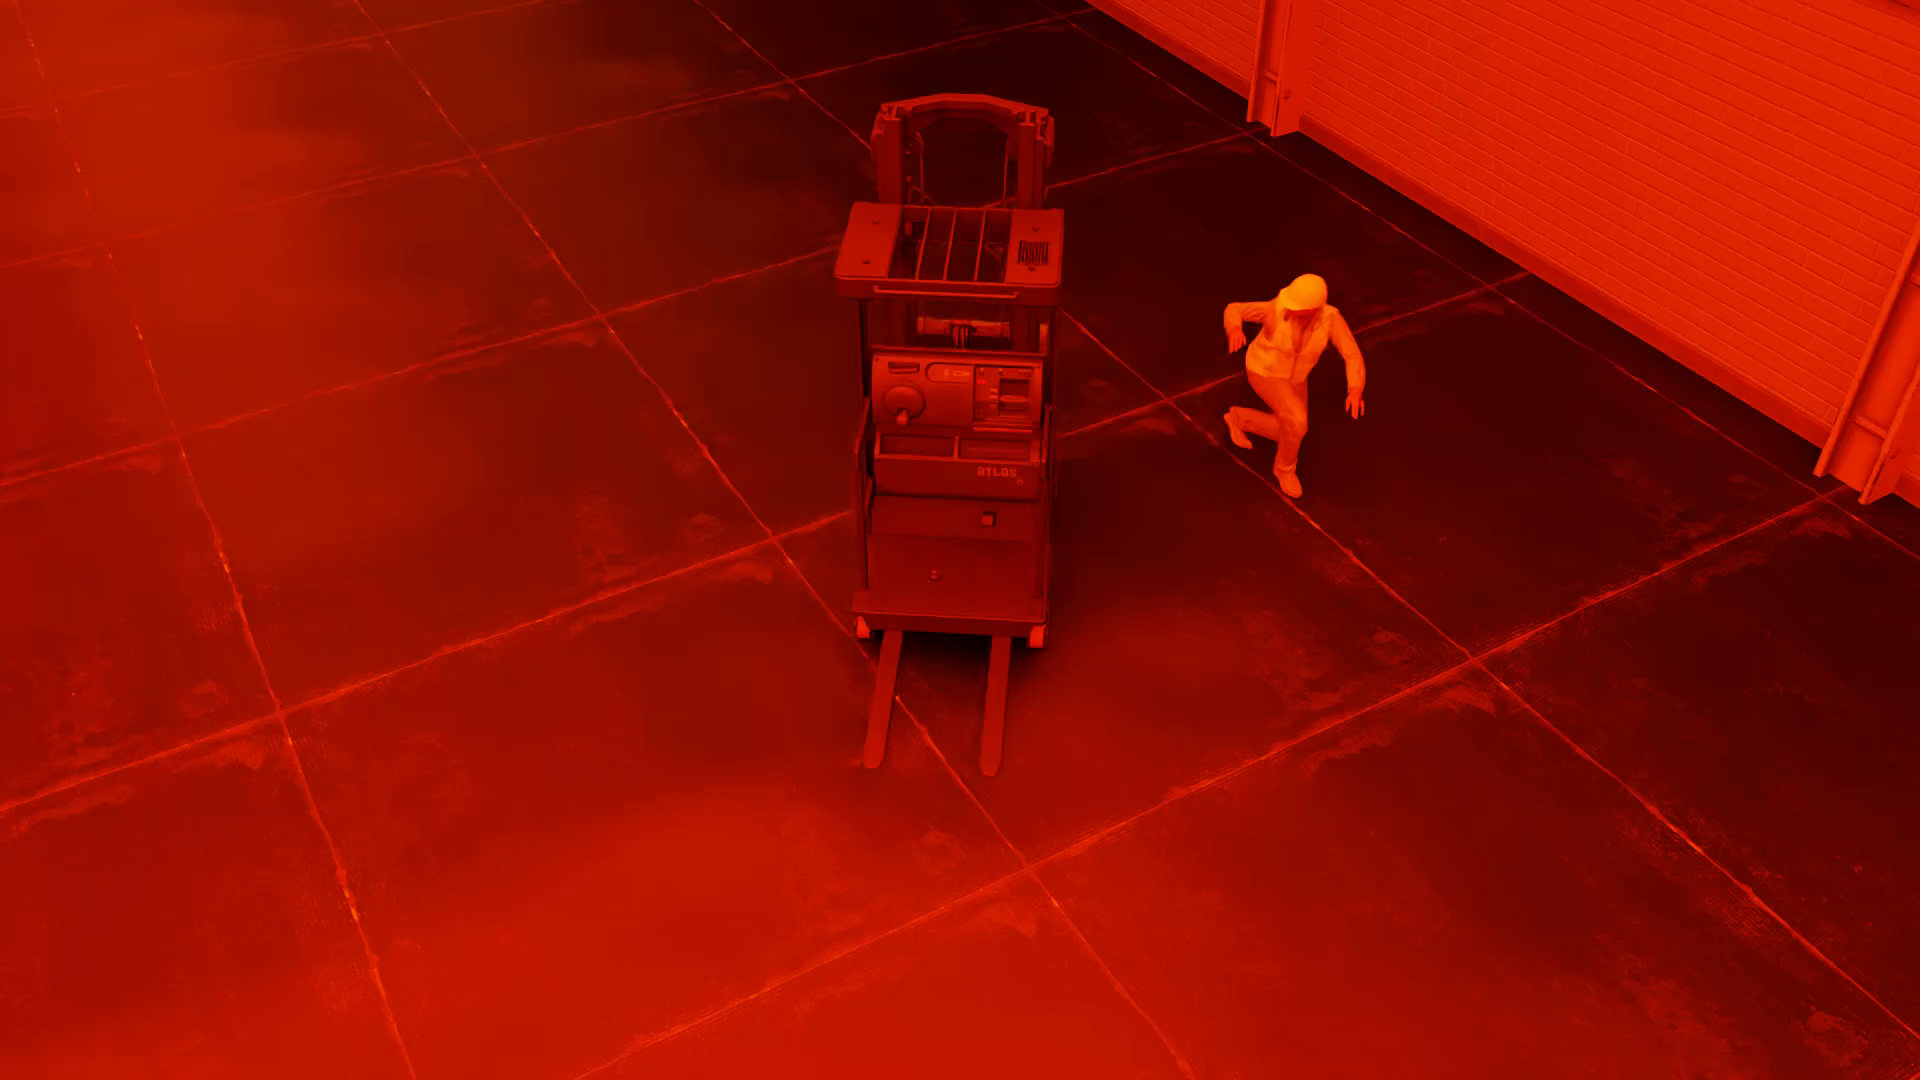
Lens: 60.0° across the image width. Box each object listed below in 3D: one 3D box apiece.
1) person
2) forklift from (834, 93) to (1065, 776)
[{"bbox_3d":[2.008,-0.946,10.304,0.807,1.510,1.079,-12,41,-14],"label":"person"},{"bbox_3d":[-0.031,-0.729,8.915,1.130,2.935,3.031,3,40,4],"label":"forklift"}]
